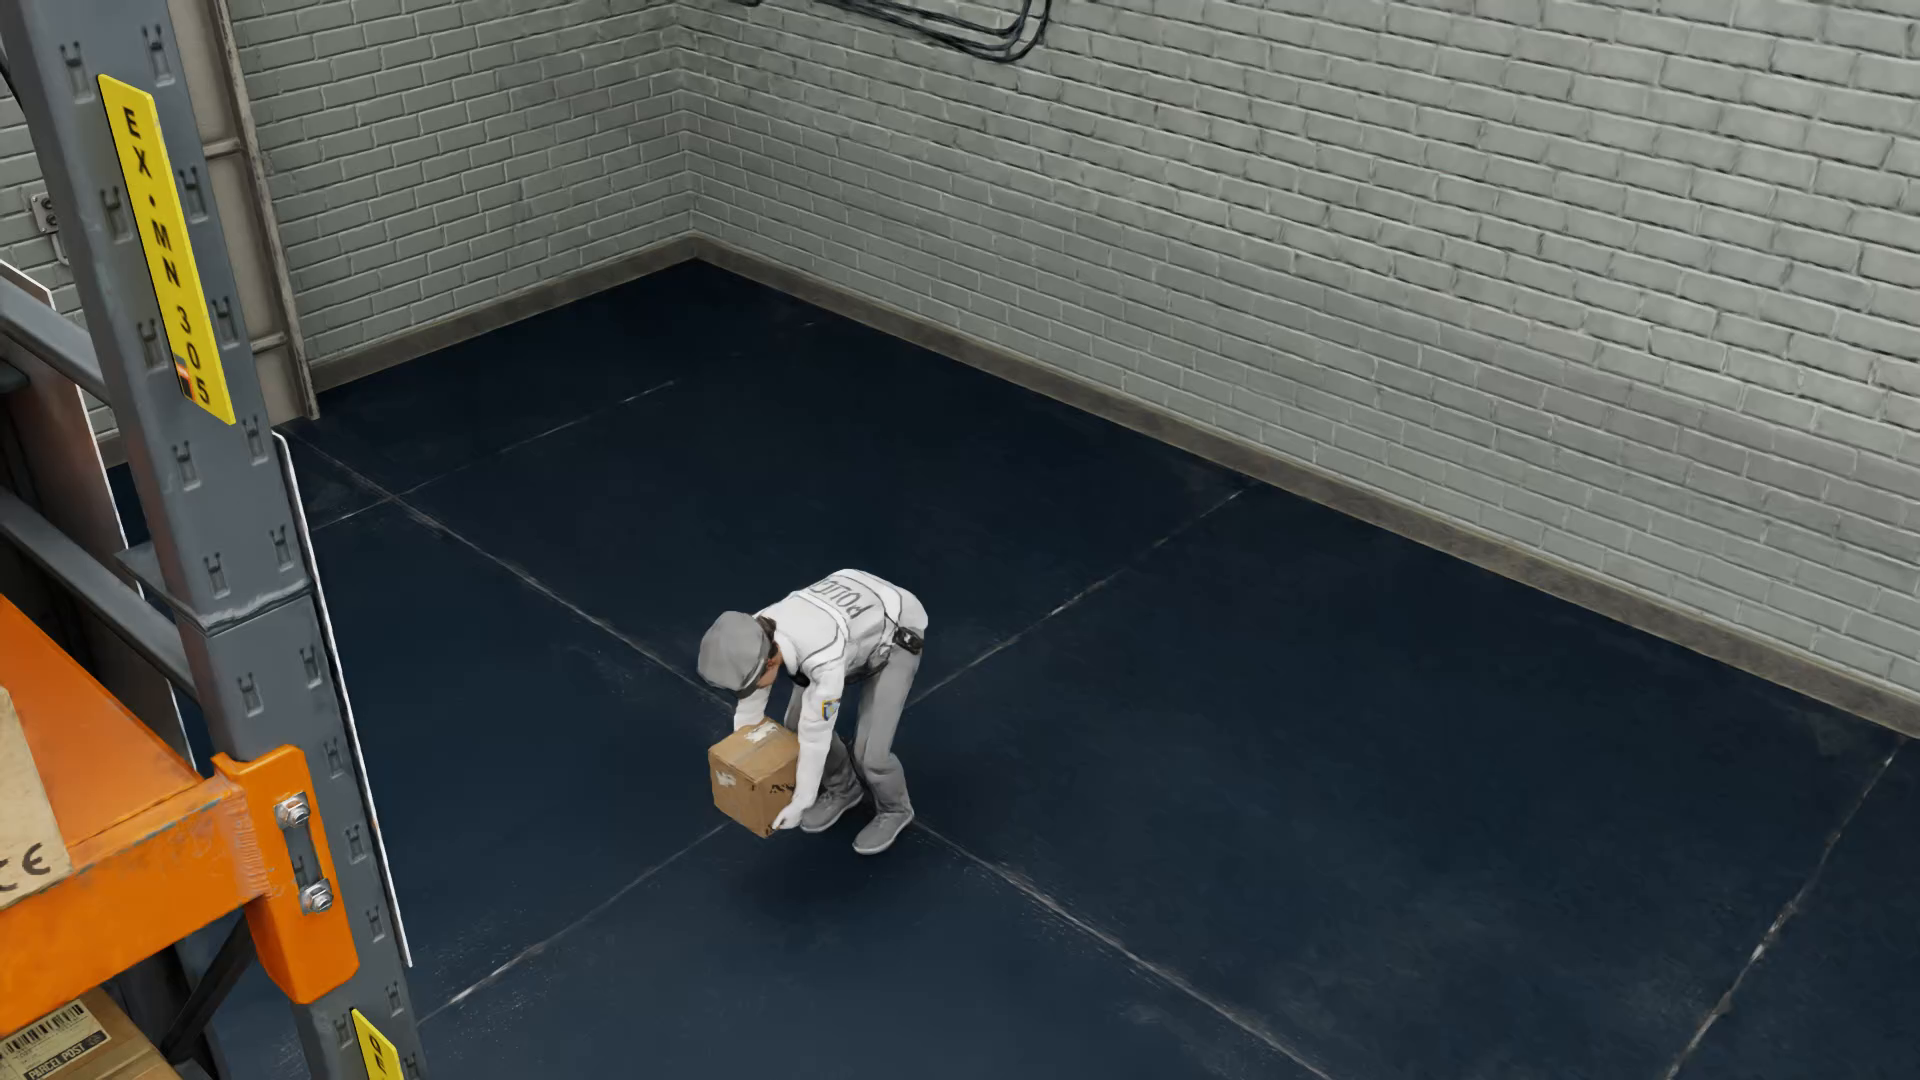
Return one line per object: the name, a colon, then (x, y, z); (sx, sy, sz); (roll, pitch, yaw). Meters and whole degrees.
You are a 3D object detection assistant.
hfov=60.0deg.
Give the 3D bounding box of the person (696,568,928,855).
person: (-0.483, 0.608, 5.639); (0.434, 1.148, 0.915); (23, 38, 33)
